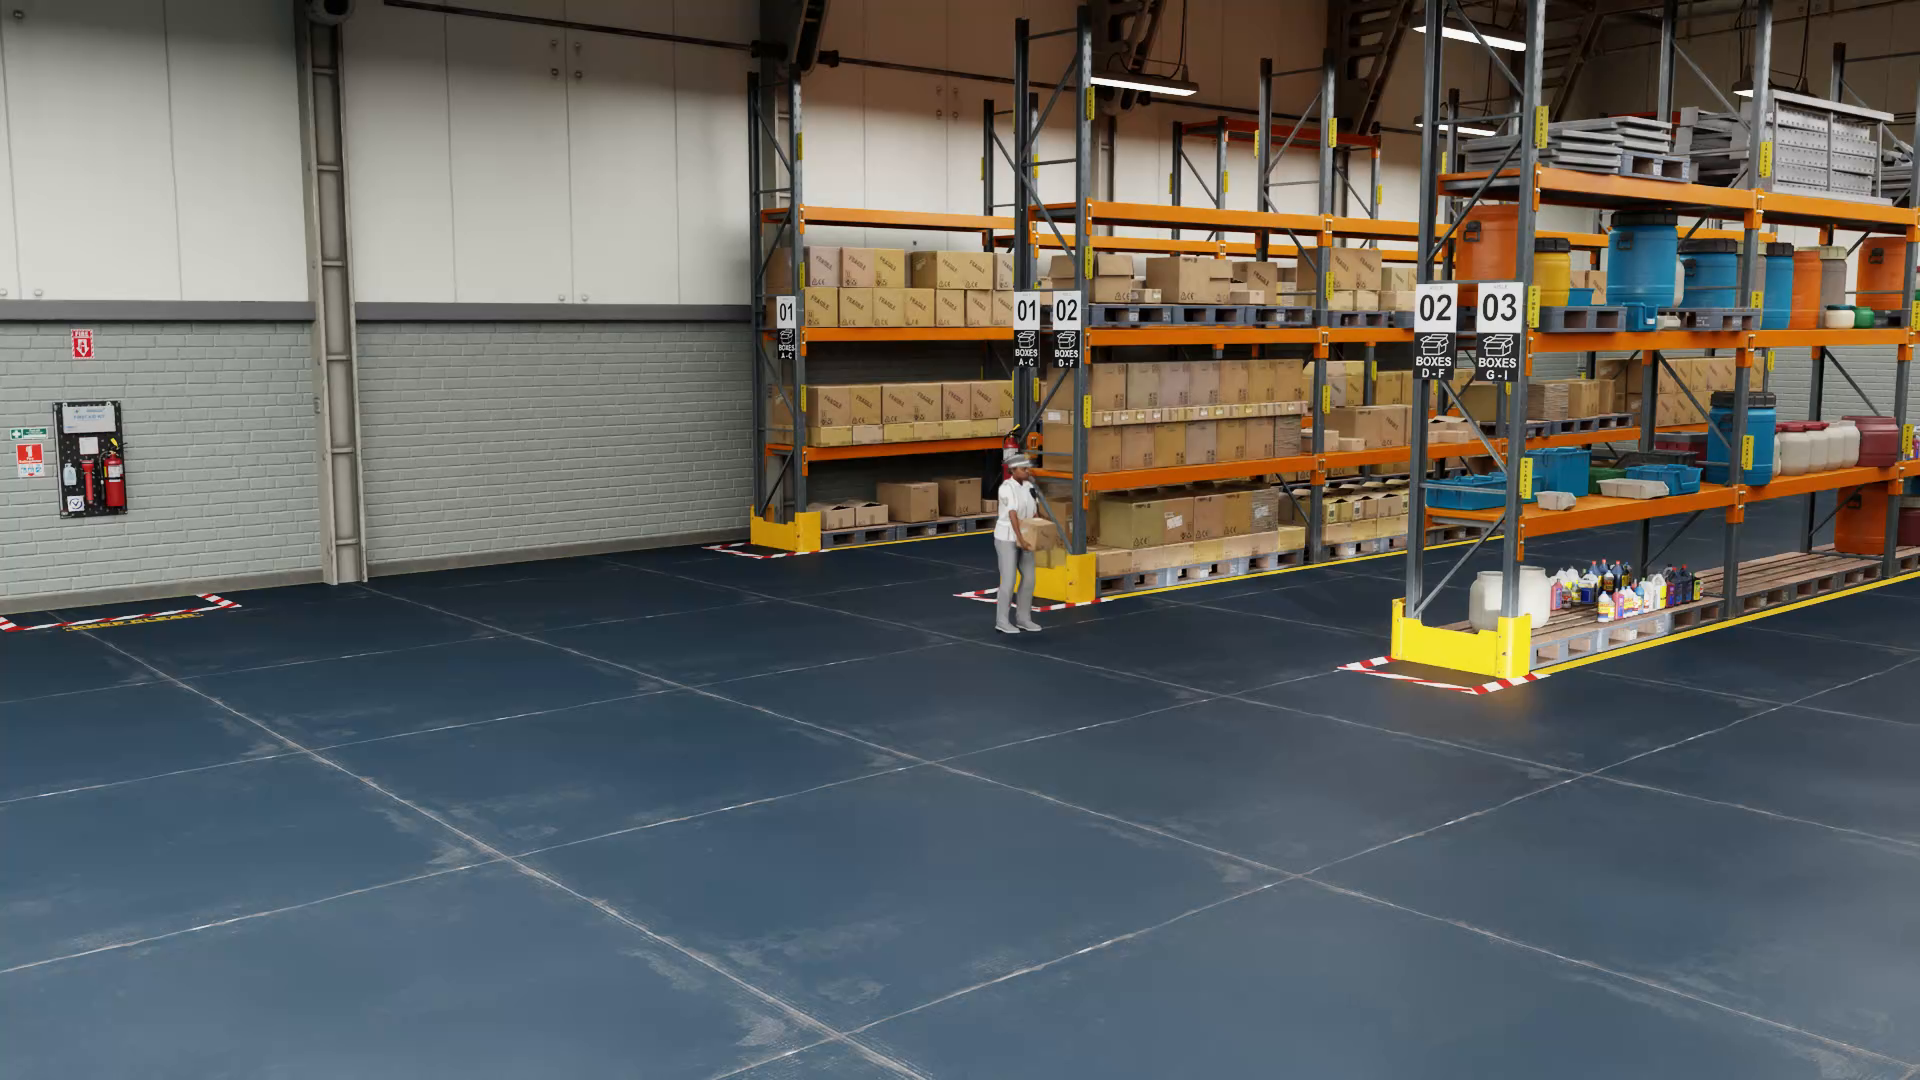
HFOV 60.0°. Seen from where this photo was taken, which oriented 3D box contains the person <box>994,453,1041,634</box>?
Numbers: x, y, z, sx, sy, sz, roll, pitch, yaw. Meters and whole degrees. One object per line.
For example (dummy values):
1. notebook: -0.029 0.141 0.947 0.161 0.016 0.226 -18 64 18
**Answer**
1. person: 0.585 0.026 15.542 0.416 1.685 0.530 -7 10 -42
